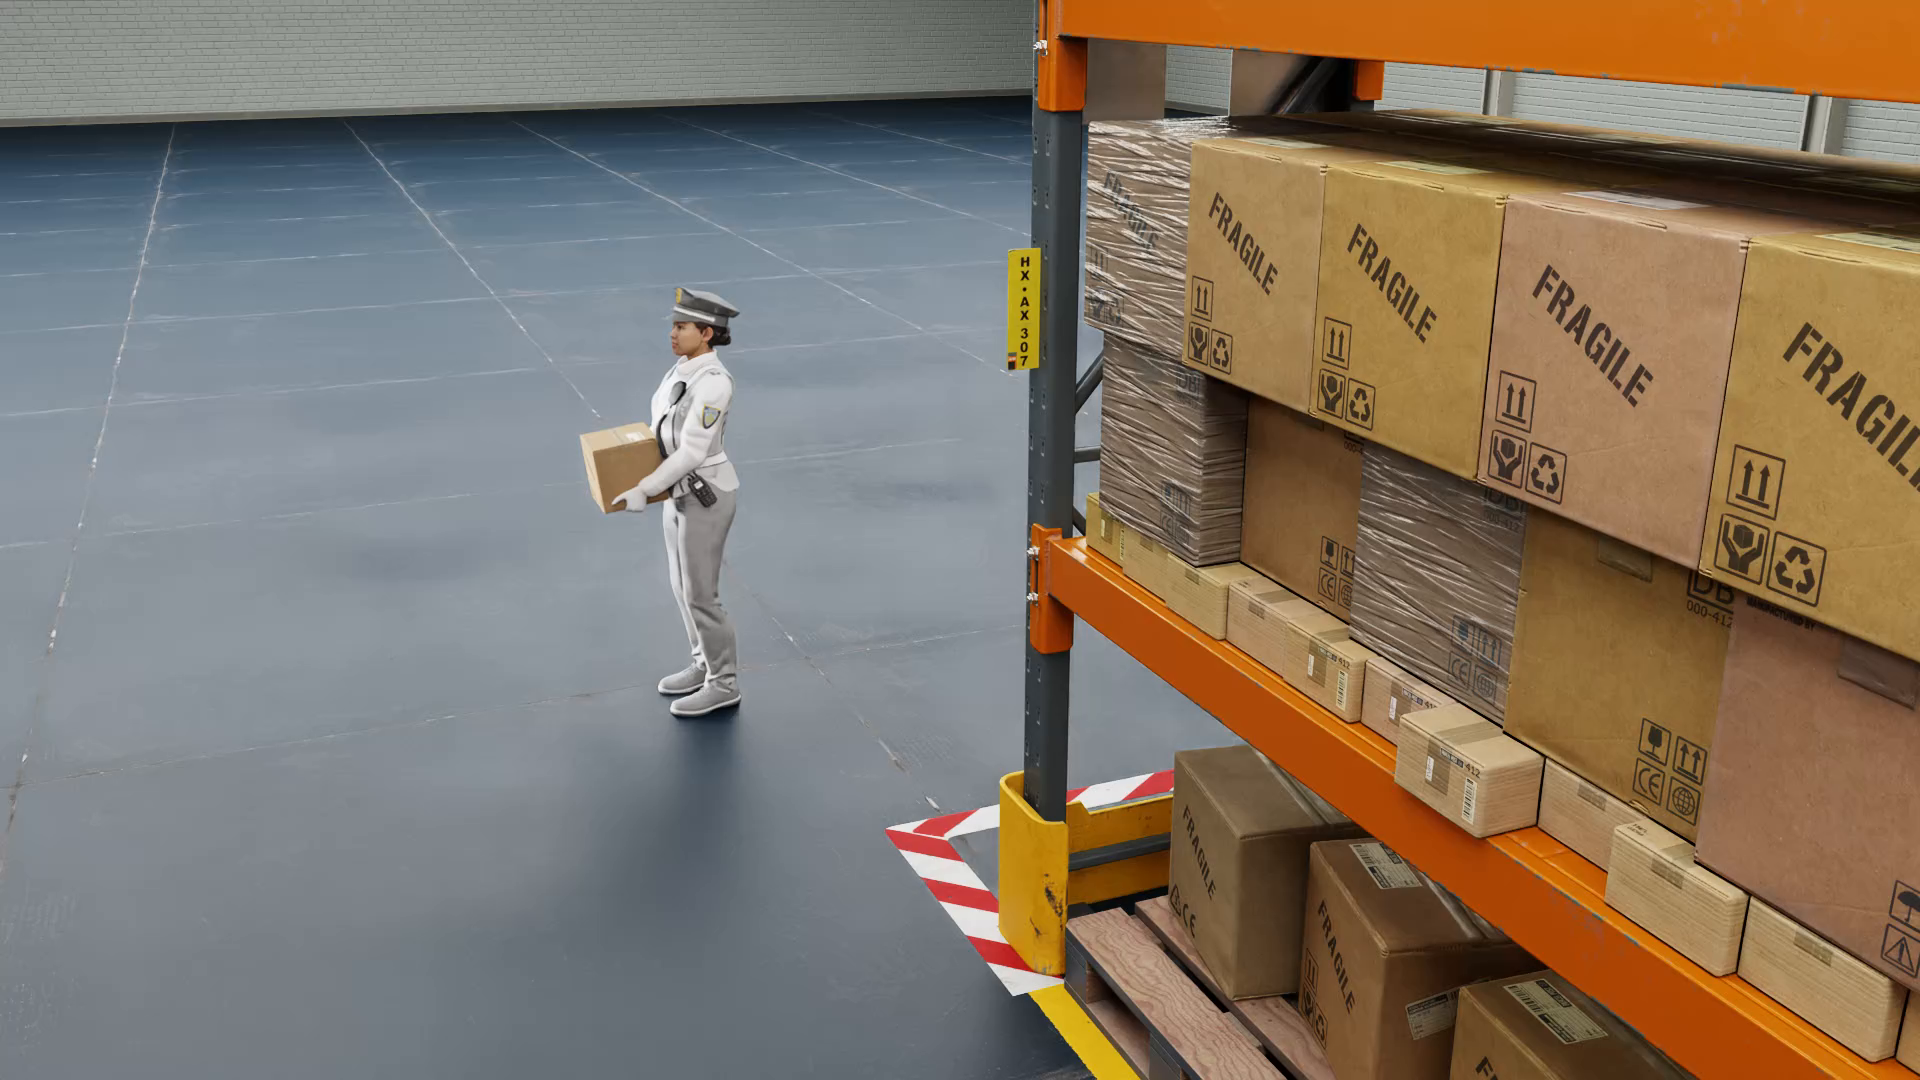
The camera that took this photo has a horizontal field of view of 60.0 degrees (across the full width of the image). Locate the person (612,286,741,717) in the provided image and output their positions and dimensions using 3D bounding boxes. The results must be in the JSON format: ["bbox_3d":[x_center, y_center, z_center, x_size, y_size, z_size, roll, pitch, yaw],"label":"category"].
[{"bbox_3d":[-1.103,-0.148,6.463,0.547,1.689,0.459,-8,20,-21],"label":"person"}]
